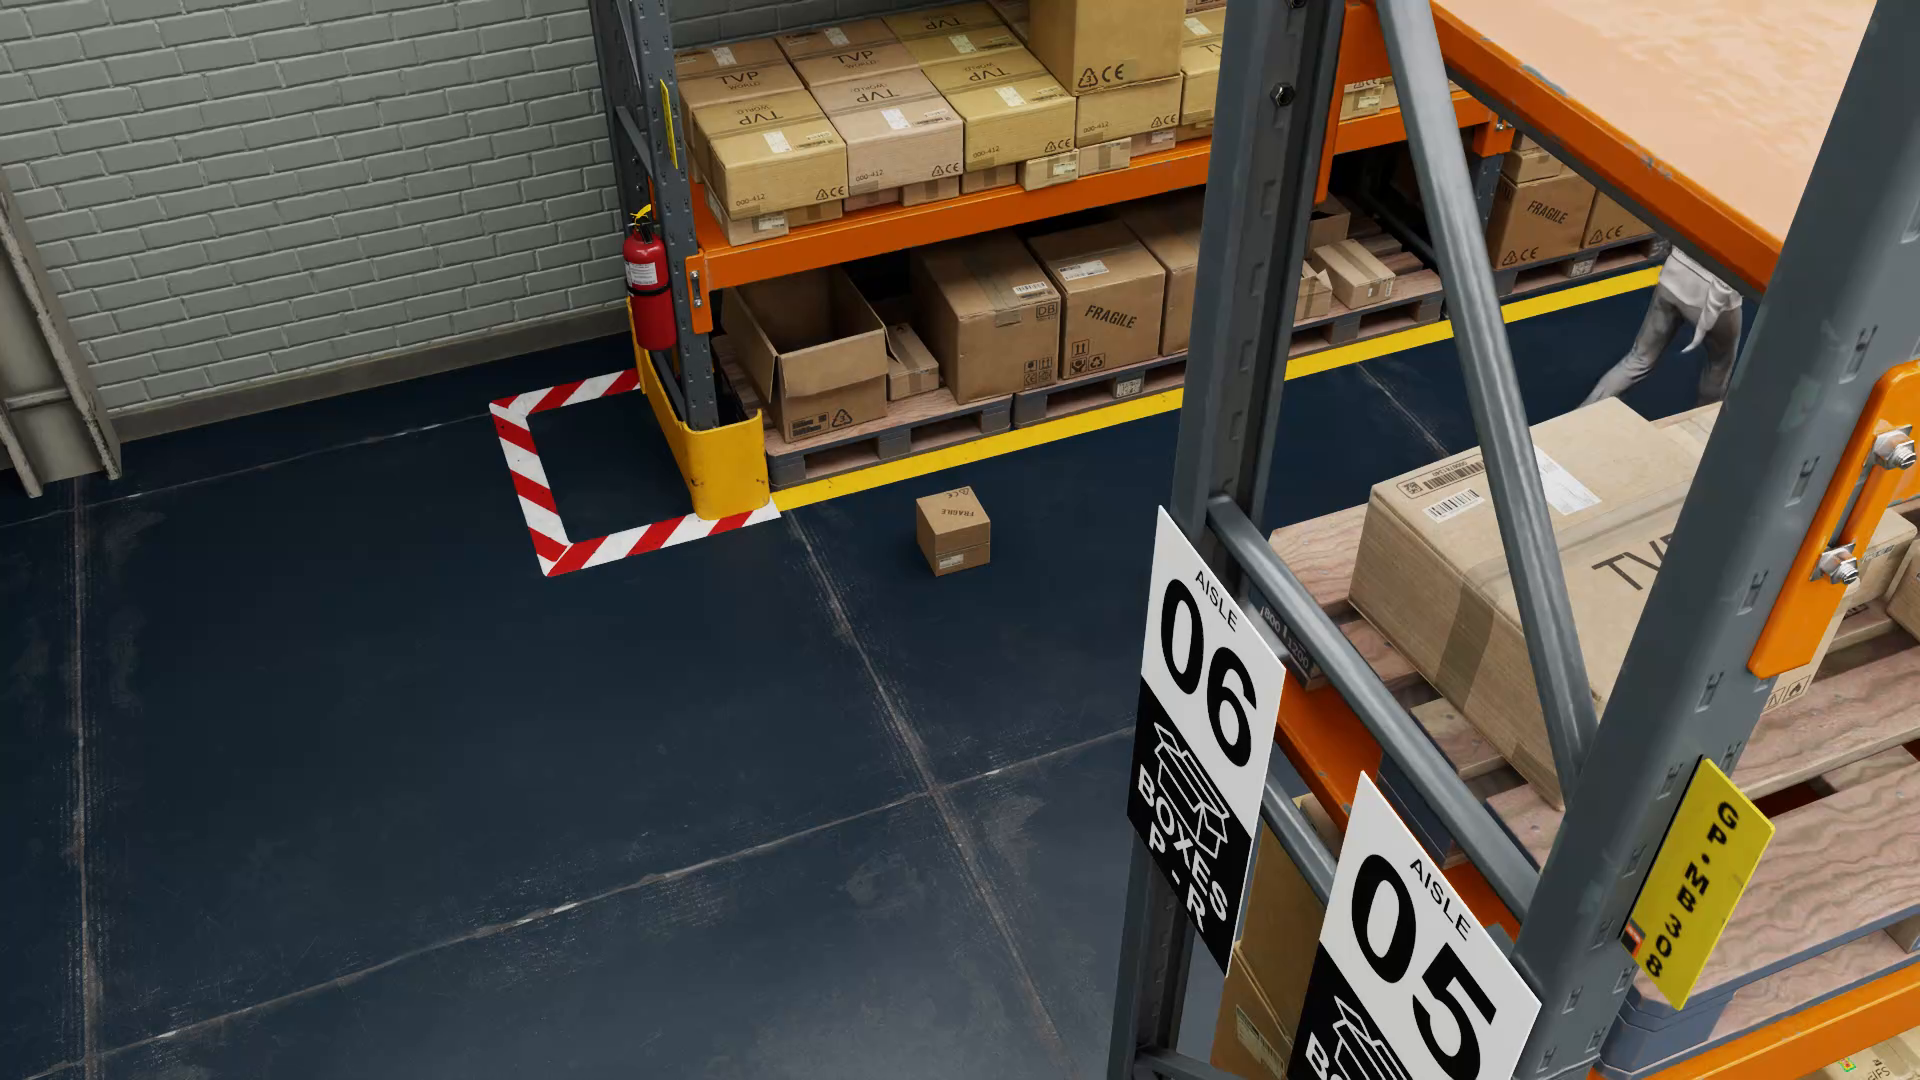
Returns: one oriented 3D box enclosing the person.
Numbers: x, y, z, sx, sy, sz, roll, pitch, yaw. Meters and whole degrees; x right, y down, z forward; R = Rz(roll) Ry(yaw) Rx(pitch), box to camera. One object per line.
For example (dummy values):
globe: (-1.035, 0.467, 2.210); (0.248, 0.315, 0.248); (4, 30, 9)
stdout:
person: (3.254, -1.107, 7.358); (0.972, 1.643, 0.481); (-18, 45, -19)
